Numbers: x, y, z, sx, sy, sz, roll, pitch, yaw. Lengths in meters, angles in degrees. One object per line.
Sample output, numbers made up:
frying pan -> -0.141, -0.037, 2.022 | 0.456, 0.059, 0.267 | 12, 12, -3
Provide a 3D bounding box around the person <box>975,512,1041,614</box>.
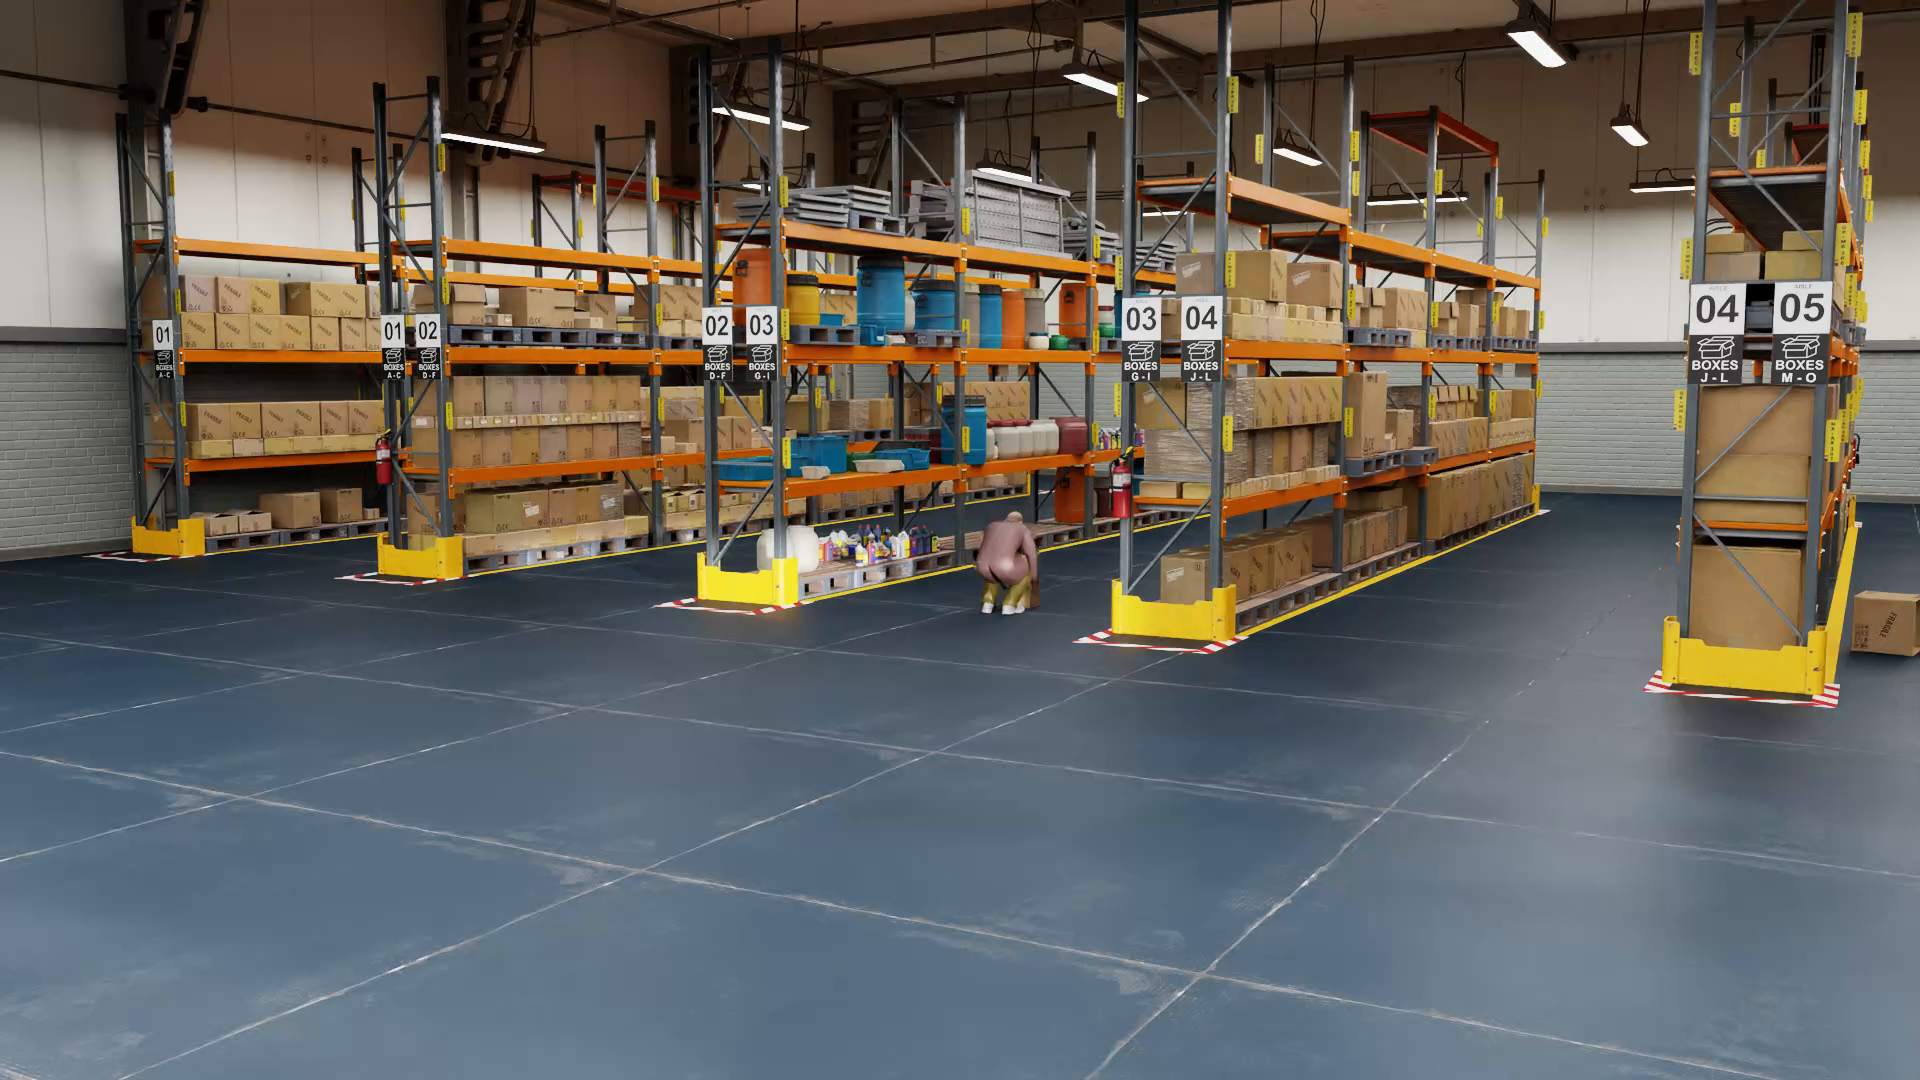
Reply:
person -> 0.474, 0.248, 17.458 | 0.610, 1.003, 0.896 | 3, 7, 28
